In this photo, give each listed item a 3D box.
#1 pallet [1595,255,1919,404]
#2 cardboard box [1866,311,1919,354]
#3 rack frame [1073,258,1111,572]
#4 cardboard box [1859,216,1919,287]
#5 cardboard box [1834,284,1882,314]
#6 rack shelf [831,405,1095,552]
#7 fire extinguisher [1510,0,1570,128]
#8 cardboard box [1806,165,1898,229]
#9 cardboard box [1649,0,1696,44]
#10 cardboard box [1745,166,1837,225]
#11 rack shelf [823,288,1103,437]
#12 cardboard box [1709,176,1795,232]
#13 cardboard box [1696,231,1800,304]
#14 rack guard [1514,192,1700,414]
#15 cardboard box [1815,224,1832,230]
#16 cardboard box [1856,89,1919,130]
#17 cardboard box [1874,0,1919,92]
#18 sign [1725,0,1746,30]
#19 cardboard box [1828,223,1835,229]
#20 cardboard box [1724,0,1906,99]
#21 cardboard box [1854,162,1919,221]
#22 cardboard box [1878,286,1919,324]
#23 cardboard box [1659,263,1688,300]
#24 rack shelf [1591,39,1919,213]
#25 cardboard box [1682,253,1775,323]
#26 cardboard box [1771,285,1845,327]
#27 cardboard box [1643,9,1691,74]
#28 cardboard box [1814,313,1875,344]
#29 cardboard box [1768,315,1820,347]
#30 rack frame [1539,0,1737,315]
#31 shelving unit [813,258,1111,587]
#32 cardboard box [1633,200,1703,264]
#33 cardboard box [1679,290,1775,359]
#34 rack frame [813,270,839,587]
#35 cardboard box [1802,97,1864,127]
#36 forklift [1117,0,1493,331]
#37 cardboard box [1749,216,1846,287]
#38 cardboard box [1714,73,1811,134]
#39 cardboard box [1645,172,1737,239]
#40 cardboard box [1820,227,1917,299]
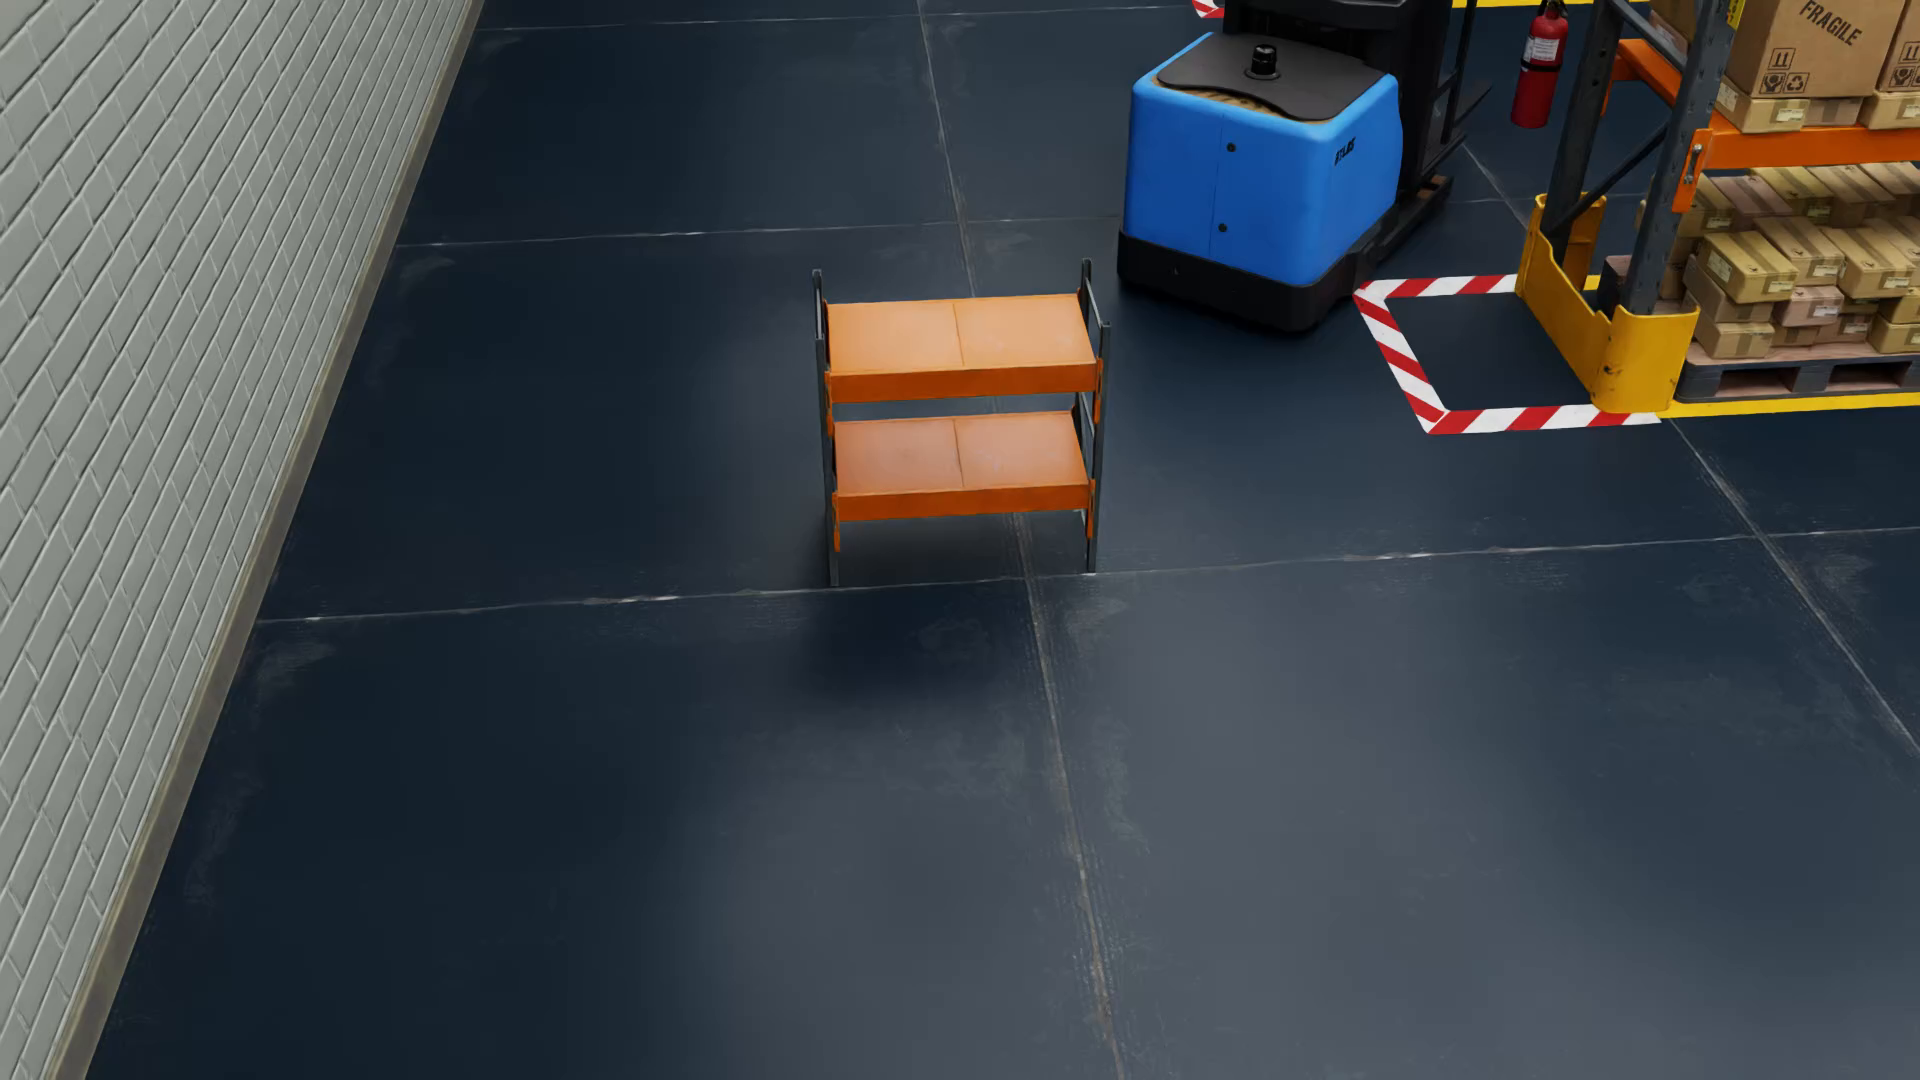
[{"bbox_3d":[3.808,-1.039,7.896,1.213,0.211,1.003,-3,38,-4],"label":"pallet"},{"bbox_3d":[4.235,-1.013,7.574,0.250,0.149,0.380,-3,38,-3],"label":"cardboard box"},{"bbox_3d":[0.500,-0.469,6.436,0.032,1.125,0.500,-3,38,-4],"label":"rack frame"},{"bbox_3d":[4.238,-1.294,7.450,0.250,0.149,0.380,-5,39,-6],"label":"cardboard box"},{"bbox_3d":[3.979,-1.188,7.556,0.250,0.149,0.380,-3,38,-3],"label":"cardboard box"},{"bbox_3d":[-0.007,-0.249,6.553,1.000,0.278,0.538,-3,38,-4],"label":"rack shelf"},{"bbox_3d":[2.629,-2.201,7.481,0.183,0.674,0.296,-3,38,-4],"label":"fire extinguisher"},{"bbox_3d":[4.191,-1.617,7.860,0.250,0.149,0.380,-5,39,-6],"label":"cardboard box"},{"bbox_3d":[3.345,-2.446,7.108,0.500,0.500,0.500,-2,38,-3],"label":"cardboard box"},{"bbox_3d":[3.927,-1.642,7.892,0.250,0.149,0.380,-4,38,-5],"label":"cardboard box"},{"bbox_3d":[-0.007,-0.671,6.220,1.000,0.278,0.538,-3,38,-4],"label":"rack shelf"},{"bbox_3d":[3.681,-1.550,7.775,0.250,0.149,0.380,-2,38,-3],"label":"cardboard box"},{"bbox_3d":[3.472,-1.205,7.338,0.250,0.149,0.380,-5,39,-6],"label":"cardboard box"},{"bbox_3d":[2.996,-1.130,7.778,0.348,0.500,1.175,-3,38,-4],"label":"rack guard"},{"bbox_3d":[3.938,-1.504,7.957,0.250,0.149,0.380,-5,39,-6],"label":"cardboard box"},{"bbox_3d":[3.795,-1.845,6.869,0.250,0.149,0.380,-4,38,-5],"label":"cardboard box"},{"bbox_3d":[3.923,-2.162,6.748,0.500,0.500,0.500,-3,38,-4],"label":"cardboard box"},{"bbox_3d":[2.969,-2.112,6.306,0.005,0.325,0.100,-3,38,-4],"label":"sign"},{"bbox_3d":[4.215,-1.455,7.895,0.250,0.149,0.380,-4,38,-5],"label":"cardboard box"},{"bbox_3d":[3.392,-2.117,6.690,0.500,0.500,0.500,-1,38,-2],"label":"cardboard box"},{"bbox_3d":[4.453,-1.666,7.923,0.250,0.149,0.380,-2,38,-2],"label":"cardboard box"},{"bbox_3d":[4.244,-1.135,7.489,0.250,0.149,0.380,-2,38,-3],"label":"cardboard box"},{"bbox_3d":[3.426,-1.310,7.951,0.250,0.149,0.380,-3,38,-3],"label":"cardboard box"},{"bbox_3d":[4.912,-1.934,7.360,4.000,0.370,1.077,-3,38,-4],"label":"rack shelf"},{"bbox_3d":[3.465,-1.139,7.495,0.250,0.149,0.380,-2,38,-2],"label":"cardboard box"},{"bbox_3d":[3.743,-1.120,7.470,0.250,0.149,0.380,-3,38,-4],"label":"cardboard box"},{"bbox_3d":[3.220,-2.200,7.320,0.250,0.149,0.380,-3,38,-4],"label":"cardboard box"},{"bbox_3d":[3.971,-1.066,7.642,0.250,0.149,0.380,-3,38,-3],"label":"cardboard box"},{"bbox_3d":[3.724,-1.048,7.620,0.250,0.149,0.380,-3,38,-4],"label":"cardboard box"},{"bbox_3d":[2.920,-2.107,6.998,0.127,3.000,1.000,-3,38,-4],"label":"rack frame"},{"bbox_3d":[-0.007,-0.441,6.401,1.048,1.125,0.538,-3,38,-4],"label":"shelving unit"},{"bbox_3d":[3.421,-1.474,7.919,0.250,0.149,0.380,-4,38,-5],"label":"cardboard box"},{"bbox_3d":[3.471,-0.984,7.537,0.250,0.149,0.380,-2,38,-3],"label":"cardboard box"},{"bbox_3d":[-0.513,-0.413,6.366,0.032,1.125,0.500,-3,38,-4],"label":"rack frame"},{"bbox_3d":[3.522,-1.863,6.892,0.250,0.149,0.380,-2,38,-2],"label":"cardboard box"},{"bbox_3d":[2.024,-3.018,8.208,1.130,2.935,3.031,23,44,26],"label":"forklift"},{"bbox_3d":[3.736,-1.294,7.451,0.250,0.149,0.380,-2,38,-3],"label":"cardboard box"},{"bbox_3d":[3.272,-1.824,6.842,0.250,0.149,0.380,-3,38,-4],"label":"cardboard box"},{"bbox_3d":[3.425,-1.571,7.802,0.250,0.149,0.380,-3,38,-3],"label":"cardboard box"},{"bbox_3d":[3.999,-1.229,7.368,0.250,0.149,0.380,-3,38,-4],"label":"cardboard box"}]
